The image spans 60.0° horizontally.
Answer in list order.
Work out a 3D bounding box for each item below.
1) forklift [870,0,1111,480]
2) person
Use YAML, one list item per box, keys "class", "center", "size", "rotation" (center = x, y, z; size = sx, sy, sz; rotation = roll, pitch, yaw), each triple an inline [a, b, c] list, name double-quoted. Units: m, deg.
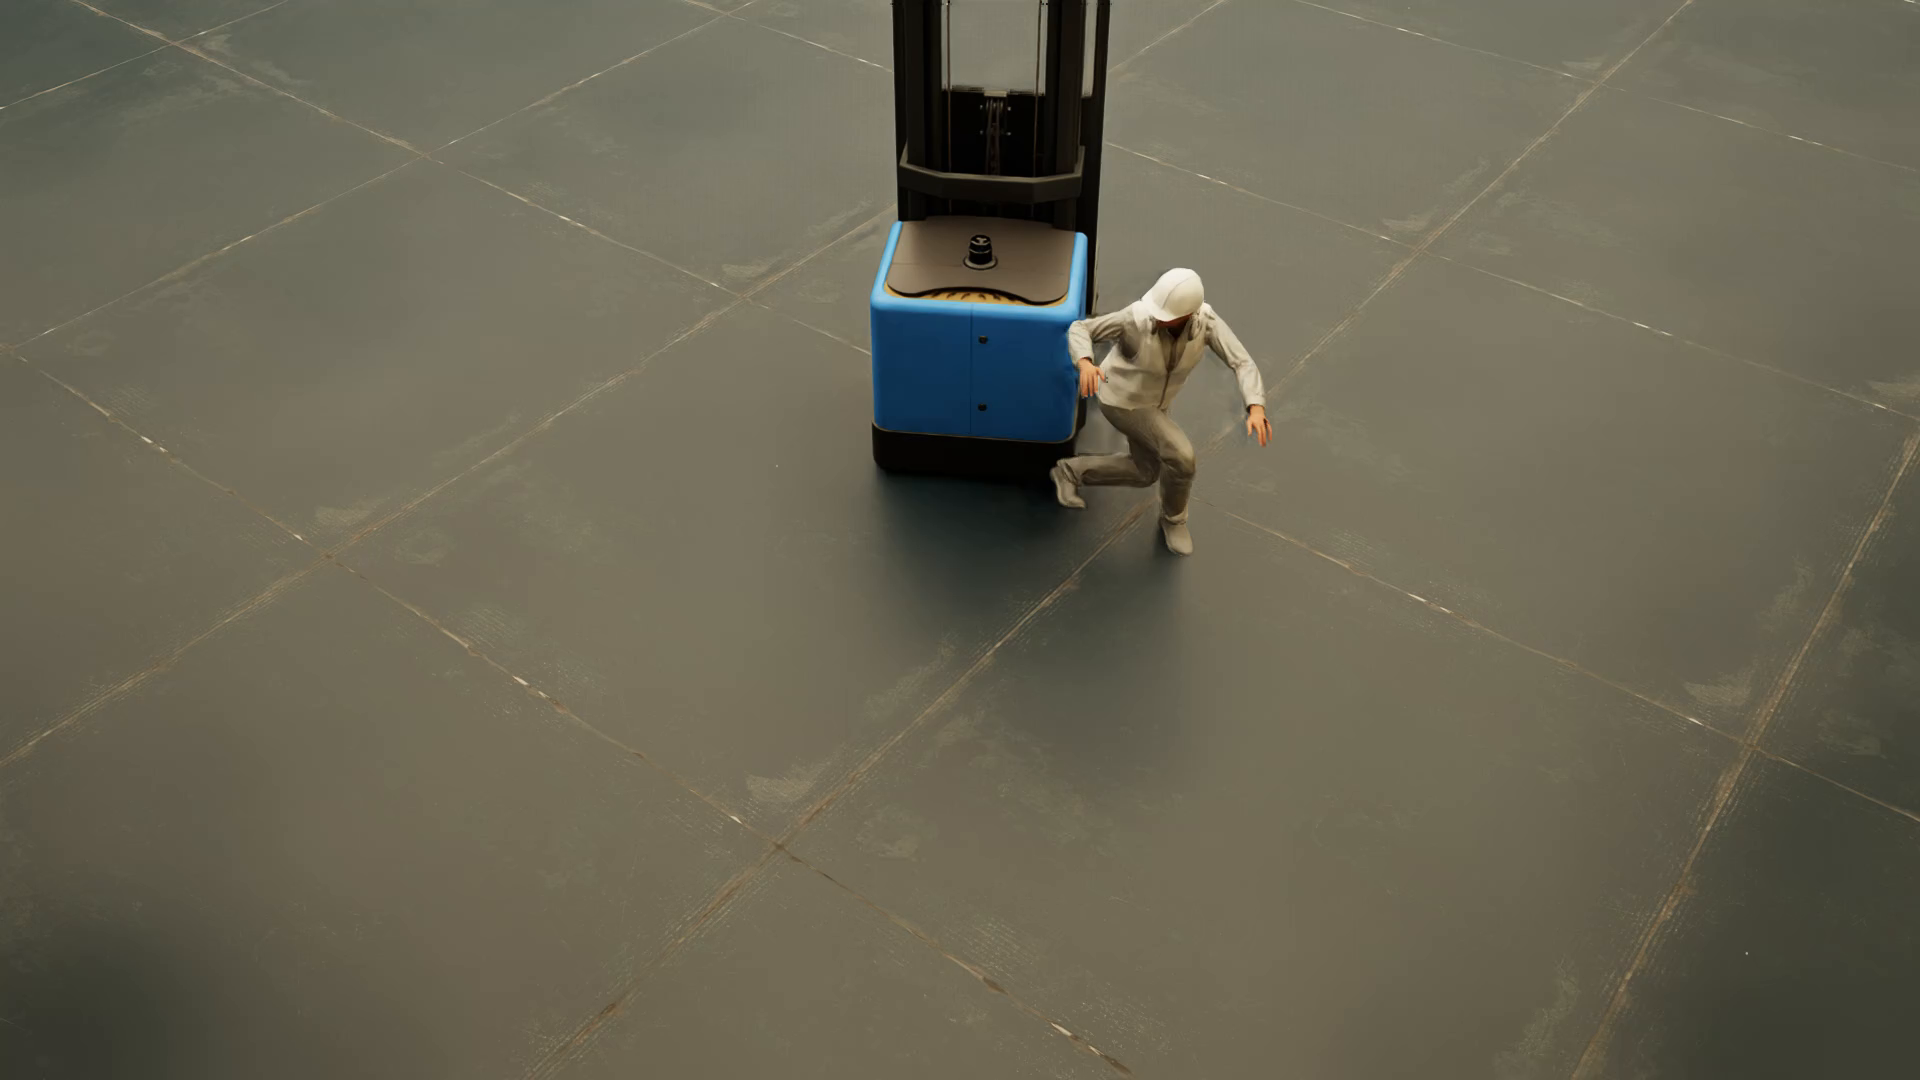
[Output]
- class: "forklift"
  center: [0.236, -2.376, 8.861]
  size: [1.130, 2.935, 3.031]
  rotation: [4, 41, 5]
- class: "person"
  center: [0.908, -0.568, 7.847]
  size: [0.848, 1.533, 1.100]
  rotation: [-29, 48, -29]
